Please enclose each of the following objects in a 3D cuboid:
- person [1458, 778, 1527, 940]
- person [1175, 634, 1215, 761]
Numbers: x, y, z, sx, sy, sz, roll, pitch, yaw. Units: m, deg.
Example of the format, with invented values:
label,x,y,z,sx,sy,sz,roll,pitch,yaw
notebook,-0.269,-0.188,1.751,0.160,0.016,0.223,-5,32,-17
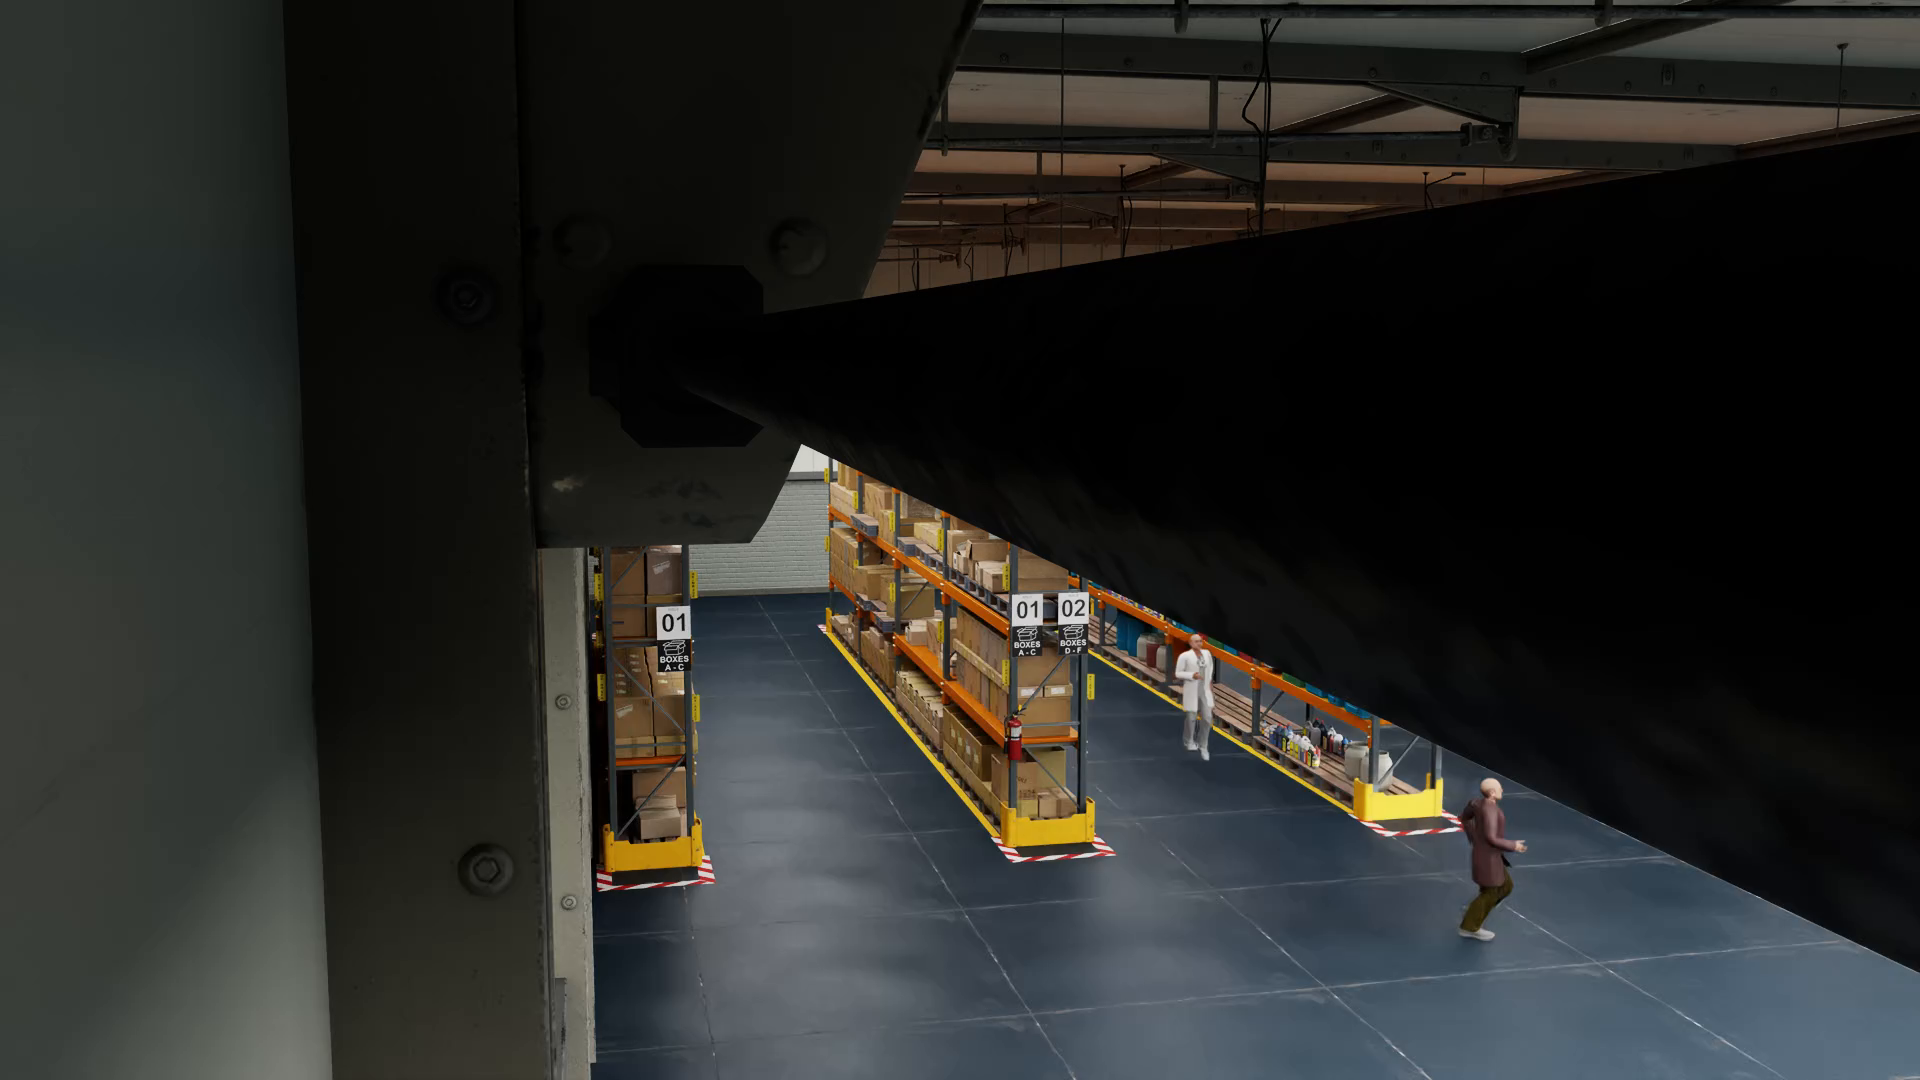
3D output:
label,x,y,z,sx,sy,sz,roll,pitch,yaw
person,5.637,3.377,17.596,0.653,1.746,0.717,1,7,10
person,3.515,2.326,24.628,0.693,1.875,0.727,-2,7,-16
